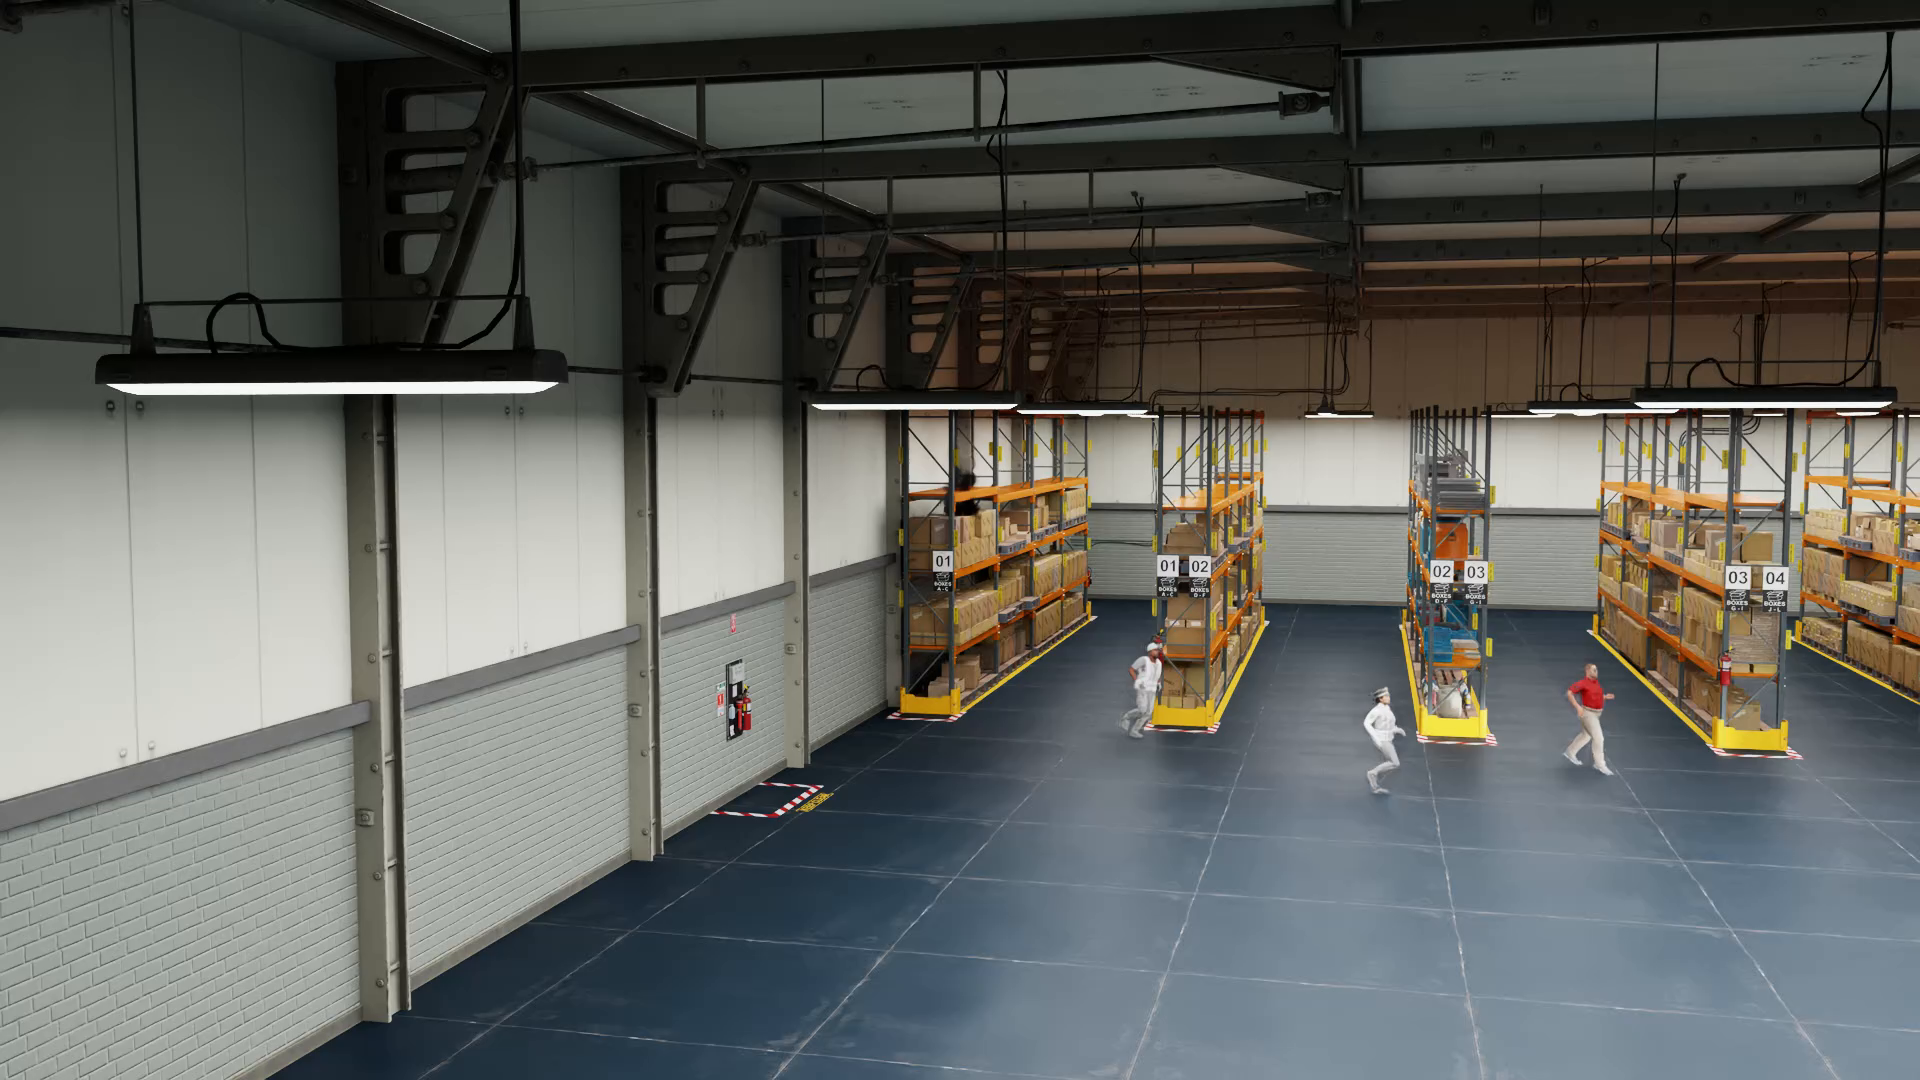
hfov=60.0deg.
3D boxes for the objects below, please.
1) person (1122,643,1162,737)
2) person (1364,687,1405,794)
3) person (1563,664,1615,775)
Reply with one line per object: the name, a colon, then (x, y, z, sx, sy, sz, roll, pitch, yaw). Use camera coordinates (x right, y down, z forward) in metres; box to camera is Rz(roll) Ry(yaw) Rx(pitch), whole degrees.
person: (3.371, 2.710, 30.221, 0.736, 1.687, 0.611, -3, 5, -34)
person: (6.522, 3.069, 25.428, 0.547, 1.651, 0.614, 3, 5, 32)
person: (10.289, 2.903, 27.182, 0.889, 1.773, 0.649, 4, 5, 41)
